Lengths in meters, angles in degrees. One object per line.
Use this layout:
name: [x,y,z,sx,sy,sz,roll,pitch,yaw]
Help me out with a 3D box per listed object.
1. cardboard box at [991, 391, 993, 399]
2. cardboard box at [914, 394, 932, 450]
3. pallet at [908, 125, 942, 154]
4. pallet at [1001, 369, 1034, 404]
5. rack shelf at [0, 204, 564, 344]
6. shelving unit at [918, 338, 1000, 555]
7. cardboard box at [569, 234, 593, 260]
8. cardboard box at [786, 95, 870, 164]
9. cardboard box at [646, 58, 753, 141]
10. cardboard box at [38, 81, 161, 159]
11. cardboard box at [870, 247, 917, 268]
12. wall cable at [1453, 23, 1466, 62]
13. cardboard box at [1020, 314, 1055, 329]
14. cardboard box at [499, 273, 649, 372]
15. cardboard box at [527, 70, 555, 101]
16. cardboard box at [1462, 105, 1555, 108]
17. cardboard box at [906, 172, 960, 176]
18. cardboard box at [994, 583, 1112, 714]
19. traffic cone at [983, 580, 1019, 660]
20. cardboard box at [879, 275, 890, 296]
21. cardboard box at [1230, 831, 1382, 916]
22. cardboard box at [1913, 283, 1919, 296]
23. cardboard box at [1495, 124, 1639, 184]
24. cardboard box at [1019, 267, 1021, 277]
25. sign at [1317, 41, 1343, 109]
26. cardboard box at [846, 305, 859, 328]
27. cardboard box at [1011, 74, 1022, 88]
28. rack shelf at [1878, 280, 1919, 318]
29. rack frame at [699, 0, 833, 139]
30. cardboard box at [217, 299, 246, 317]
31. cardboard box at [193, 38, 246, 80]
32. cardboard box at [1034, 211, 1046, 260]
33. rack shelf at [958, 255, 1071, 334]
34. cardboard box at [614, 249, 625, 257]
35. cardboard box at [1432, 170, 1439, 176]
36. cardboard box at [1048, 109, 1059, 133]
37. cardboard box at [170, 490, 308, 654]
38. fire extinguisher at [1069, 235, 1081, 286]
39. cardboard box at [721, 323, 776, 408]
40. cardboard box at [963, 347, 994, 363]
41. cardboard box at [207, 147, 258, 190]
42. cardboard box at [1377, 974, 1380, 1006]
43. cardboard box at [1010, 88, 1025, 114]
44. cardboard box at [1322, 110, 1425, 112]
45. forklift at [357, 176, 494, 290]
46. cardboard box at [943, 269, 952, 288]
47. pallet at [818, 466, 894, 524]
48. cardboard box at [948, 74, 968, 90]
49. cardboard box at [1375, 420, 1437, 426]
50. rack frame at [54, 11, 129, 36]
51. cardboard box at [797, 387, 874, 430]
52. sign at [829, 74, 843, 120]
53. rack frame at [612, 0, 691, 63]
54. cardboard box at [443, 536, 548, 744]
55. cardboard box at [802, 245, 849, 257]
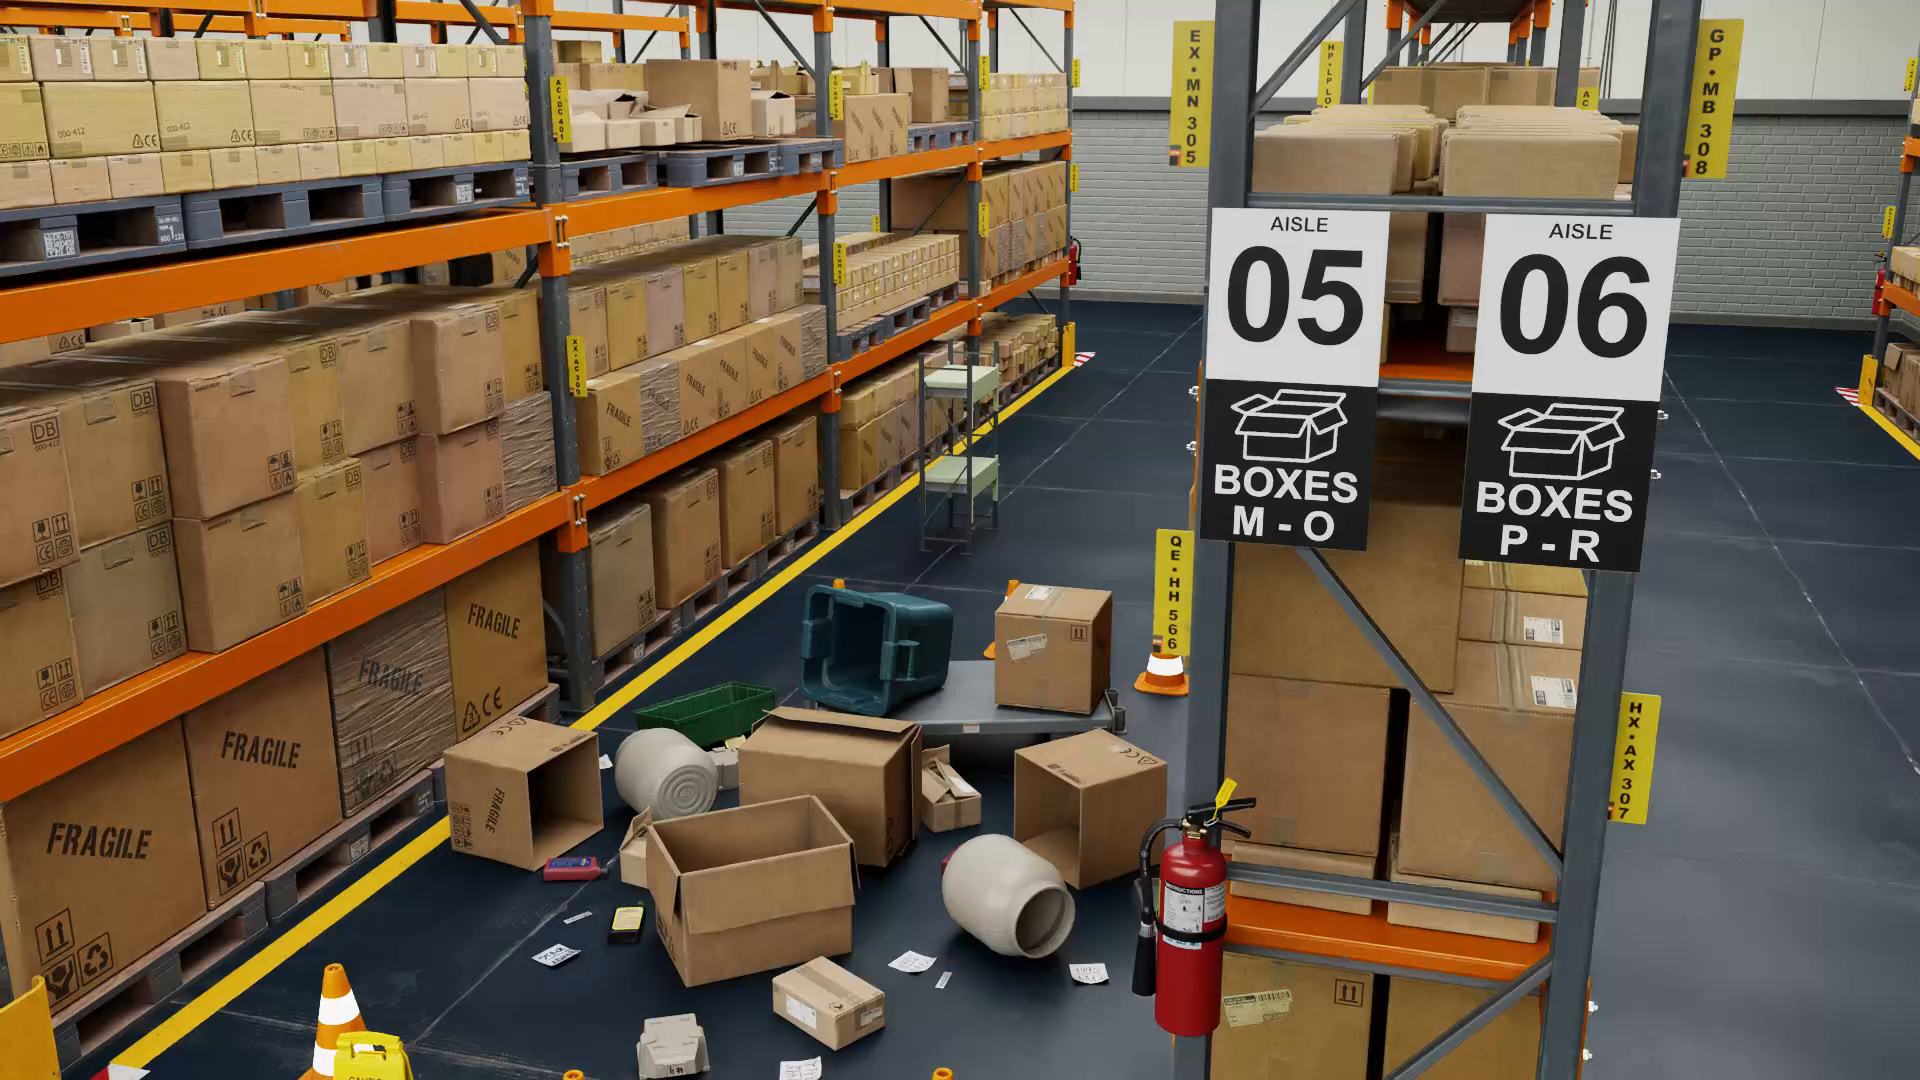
cardboard box: [0.186,-1.577,17.346,0.380,0.149,0.250,5,17,18]
cardboard box: [-0.566,-1.125,15.108,0.500,0.500,0.500,4,16,15]
pallet: [-0.871,-3.534,14.640,1.213,0.211,1.003,5,16,16]
pallet: [0.201,-1.763,18.660,1.003,0.211,1.213,5,16,16]
rack shelf: [-3.143,-1.087,6.986,1.077,0.370,4.000,5,16,16]
shelving unit: [-0.002,-0.720,12.619,0.431,1.500,0.755,5,16,16]
cardboard box: [-4.497,-3.321,18.770,0.500,0.250,0.500,5,16,16]
cardboard box: [-1.020,-3.180,12.863,0.500,0.500,0.500,5,16,16]
cardboard box: [-1.663,-2.825,10.658,0.500,0.500,0.500,5,16,16]
cardboard box: [-3.185,-1.470,5.796,0.500,0.250,0.500,4,16,15]
cardboard box: [-0.599,-2.513,14.791,0.380,0.149,0.250,4,16,13]
wall cable: [6.957,-7.692,23.456,0.463,3.000,0.029,5,16,16]
cardboard box: [0.928,-2.611,19.904,0.380,0.149,0.250,5,17,17]
cardboard box: [-2.295,-1.308,9.927,0.700,0.500,0.500,4,16,15]
cardboard box: [-4.863,-4.968,18.215,0.700,0.500,0.500,4,16,13]
cardboard box: [2.319,-1.762,7.046,0.380,0.149,0.250,5,17,17]
cardboard box: [-0.285,-3.558,17.316,0.500,0.500,0.500,4,16,14]
cardboard box: [0.485,0.552,8.579,0.500,0.500,0.500,5,16,16]
traffic cone: [0.334,0.478,10.296,0.336,0.463,0.334,5,16,16]
cardboard box: [-0.817,-2.167,14.119,0.380,0.149,0.250,5,16,16]
cardboard box: [0.964,0.897,4.630,0.380,0.149,0.250,5,17,18]
cardboard box: [9.814,-2.523,16.688,0.380,0.149,0.250,5,17,18]
cardboard box: [1.689,-1.080,4.642,0.380,0.149,0.250,5,16,16]
cardboard box: [0.452,-2.956,18.215,0.380,0.149,0.250,5,17,18]
sign: [1.667,-2.079,7.497,0.100,0.325,0.005,5,16,16]
cardboard box: [-1.041,-1.813,13.414,0.380,0.149,0.250,5,17,19]
cardboard box: [0.433,-4.807,17.411,0.380,0.149,0.250,5,17,19]
rack shelf: [9.802,-2.042,15.850,1.077,0.370,4.000,5,16,16]
rack frame: [-1.438,-4.446,12.013,1.000,3.000,0.127,5,16,16]
cardboard box: [-6.280,-2.077,13.701,0.500,0.500,0.500,3,16,9]
cardboard box: [-2.949,-1.818,6.291,0.380,0.149,0.250,4,16,15]
cardboard box: [0.668,-3.439,18.728,0.500,0.500,0.500,5,16,16]
rack shelf: [0.267,-2.783,18.464,1.077,0.370,4.000,5,16,16]
cardboard box: [-4.184,-3.356,19.625,0.380,0.149,0.250,4,16,14]
cardboard box: [1.237,-1.046,5.252,0.500,0.250,0.500,5,17,17]
cardboard box: [0.822,-4.750,18.857,0.500,0.250,0.500,5,16,16]
cardboard box: [-3.234,0.078,6.782,0.875,0.550,0.550,5,16,16]
fire extinguisher: [1.350,-3.466,20.378,0.296,0.674,0.183,5,16,16]
cardboard box: [-1.594,-1.208,11.408,0.500,0.500,0.500,4,16,15]
cardboard box: [0.155,-1.935,17.518,0.380,0.149,0.250,4,16,15]
cardboard box: [-2.948,-1.434,6.399,0.380,0.149,0.250,5,16,15]
cardboard box: [1.333,1.507,6.289,0.500,0.250,0.500,4,16,14]
cardboard box: [0.368,-4.586,17.361,0.500,0.250,0.500,5,17,17]
cardboard box: [1.546,-1.531,6.230,0.380,0.149,0.250,4,16,14]
forklift: [-4.399,-1.564,12.971,1.130,2.935,3.031,7,17,24]
cardboard box: [-0.297,-2.500,15.838,0.380,0.149,0.250,5,17,16]
pallet: [-1.214,-0.423,13.933,1.003,0.211,1.213,5,16,16]
cardboard box: [0.014,-4.467,16.212,0.380,0.149,0.250,4,16,15]
cardboard box: [1.196,-0.205,5.496,0.700,0.500,0.500,4,16,15]
rack frame: [-9.777,-6.288,18.506,1.000,3.000,0.127,5,16,16]
cardboard box: [-1.010,-1.082,13.583,0.500,0.250,0.500,4,16,13]
sign: [-0.908,-3.245,12.182,0.100,0.325,0.005,5,16,16]
rack frame: [-3.891,-6.950,20.841,1.000,3.000,0.127,5,16,16]
cardboard box: [-2.820,0.466,8.814,0.875,0.875,0.875,5,17,17]
cardboard box: [-1.221,-2.568,14.987,0.380,0.149,0.250,5,17,18]
